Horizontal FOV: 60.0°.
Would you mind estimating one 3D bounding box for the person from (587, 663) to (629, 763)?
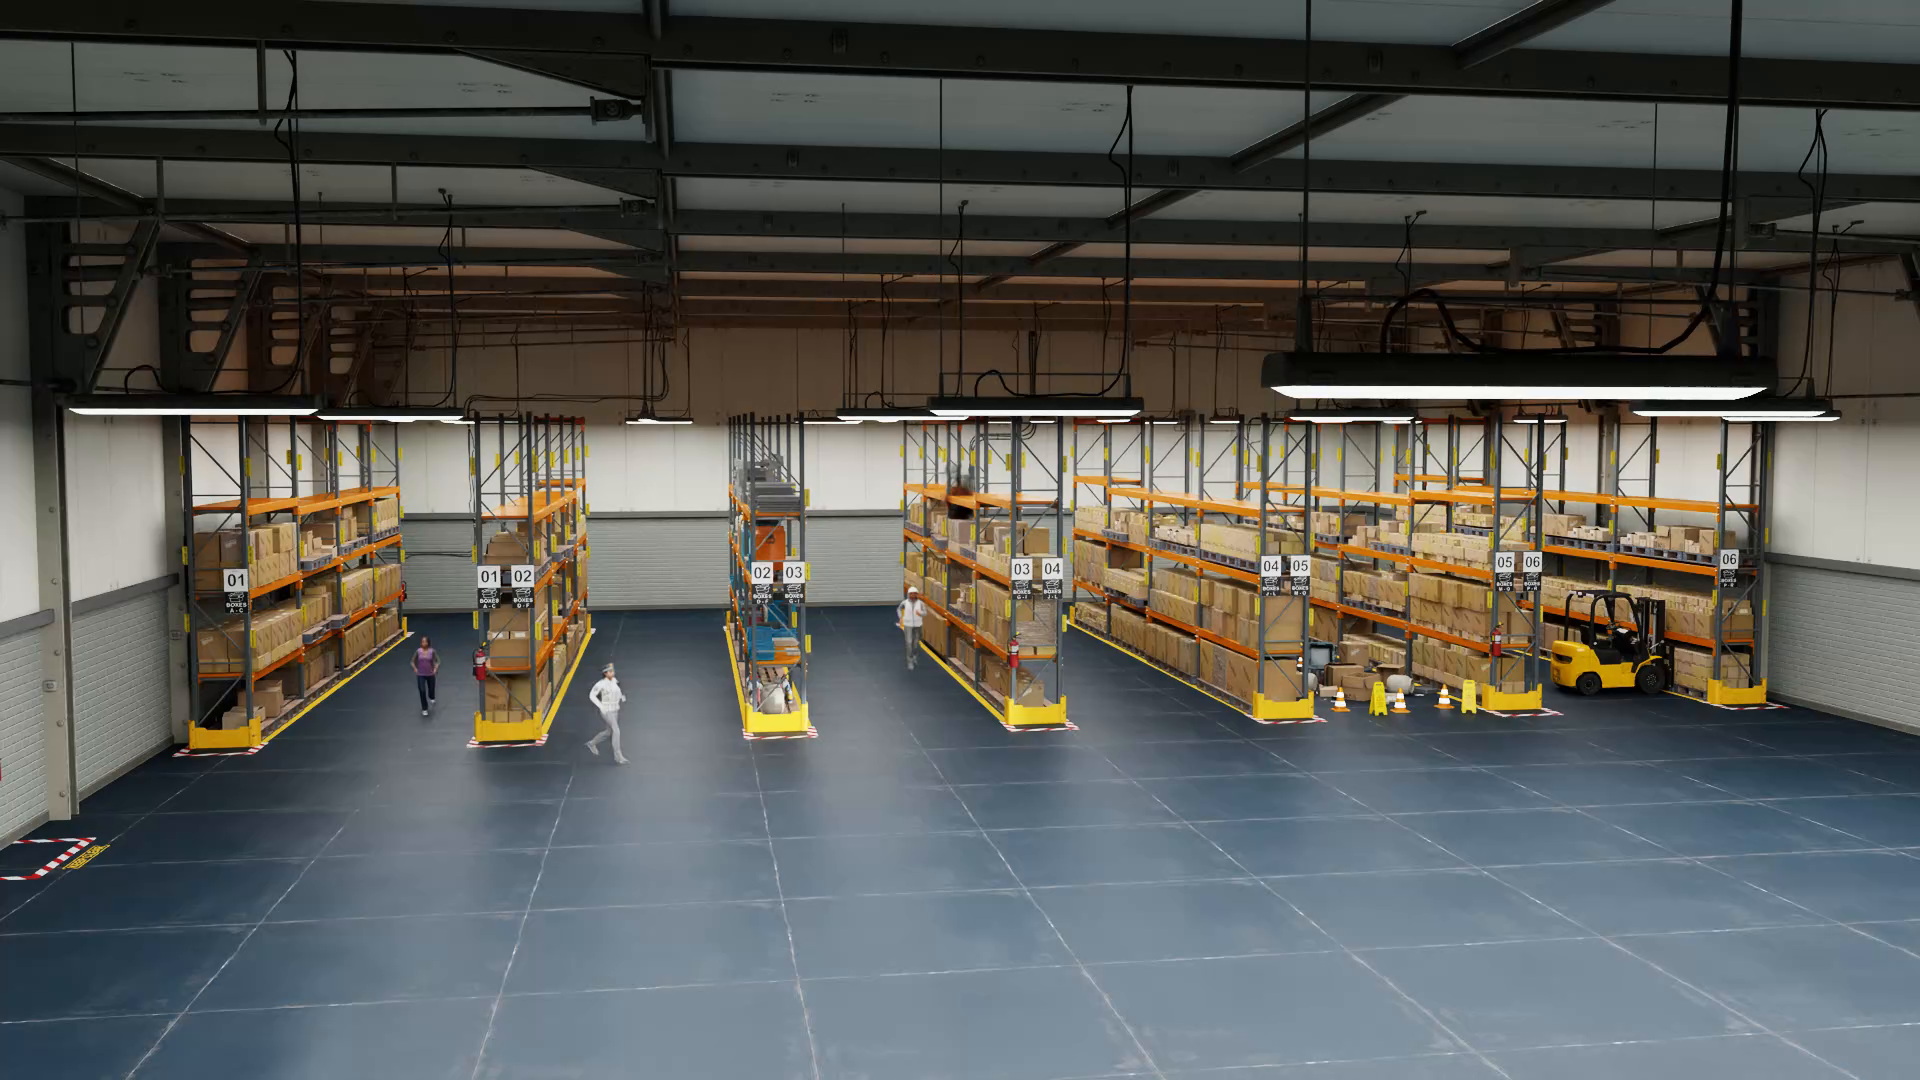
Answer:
[{"bbox_3d":[-6.030,2.944,28.488,0.854,1.709,0.604,2,4,24],"label":"person"}]

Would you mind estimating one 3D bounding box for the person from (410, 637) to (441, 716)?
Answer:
[{"bbox_3d":[-10.653,2.699,33.153,0.575,1.554,0.560,-1,4,-14],"label":"person"}]

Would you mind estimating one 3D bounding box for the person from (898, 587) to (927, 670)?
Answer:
[{"bbox_3d":[-1.066,1.976,37.644,0.635,1.836,0.781,-1,4,-11],"label":"person"}]

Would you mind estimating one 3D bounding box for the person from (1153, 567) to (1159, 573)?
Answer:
[{"bbox_3d":[5.641,1.621,47.652,0.596,1.719,0.879,-2,4,-27],"label":"person"}]
